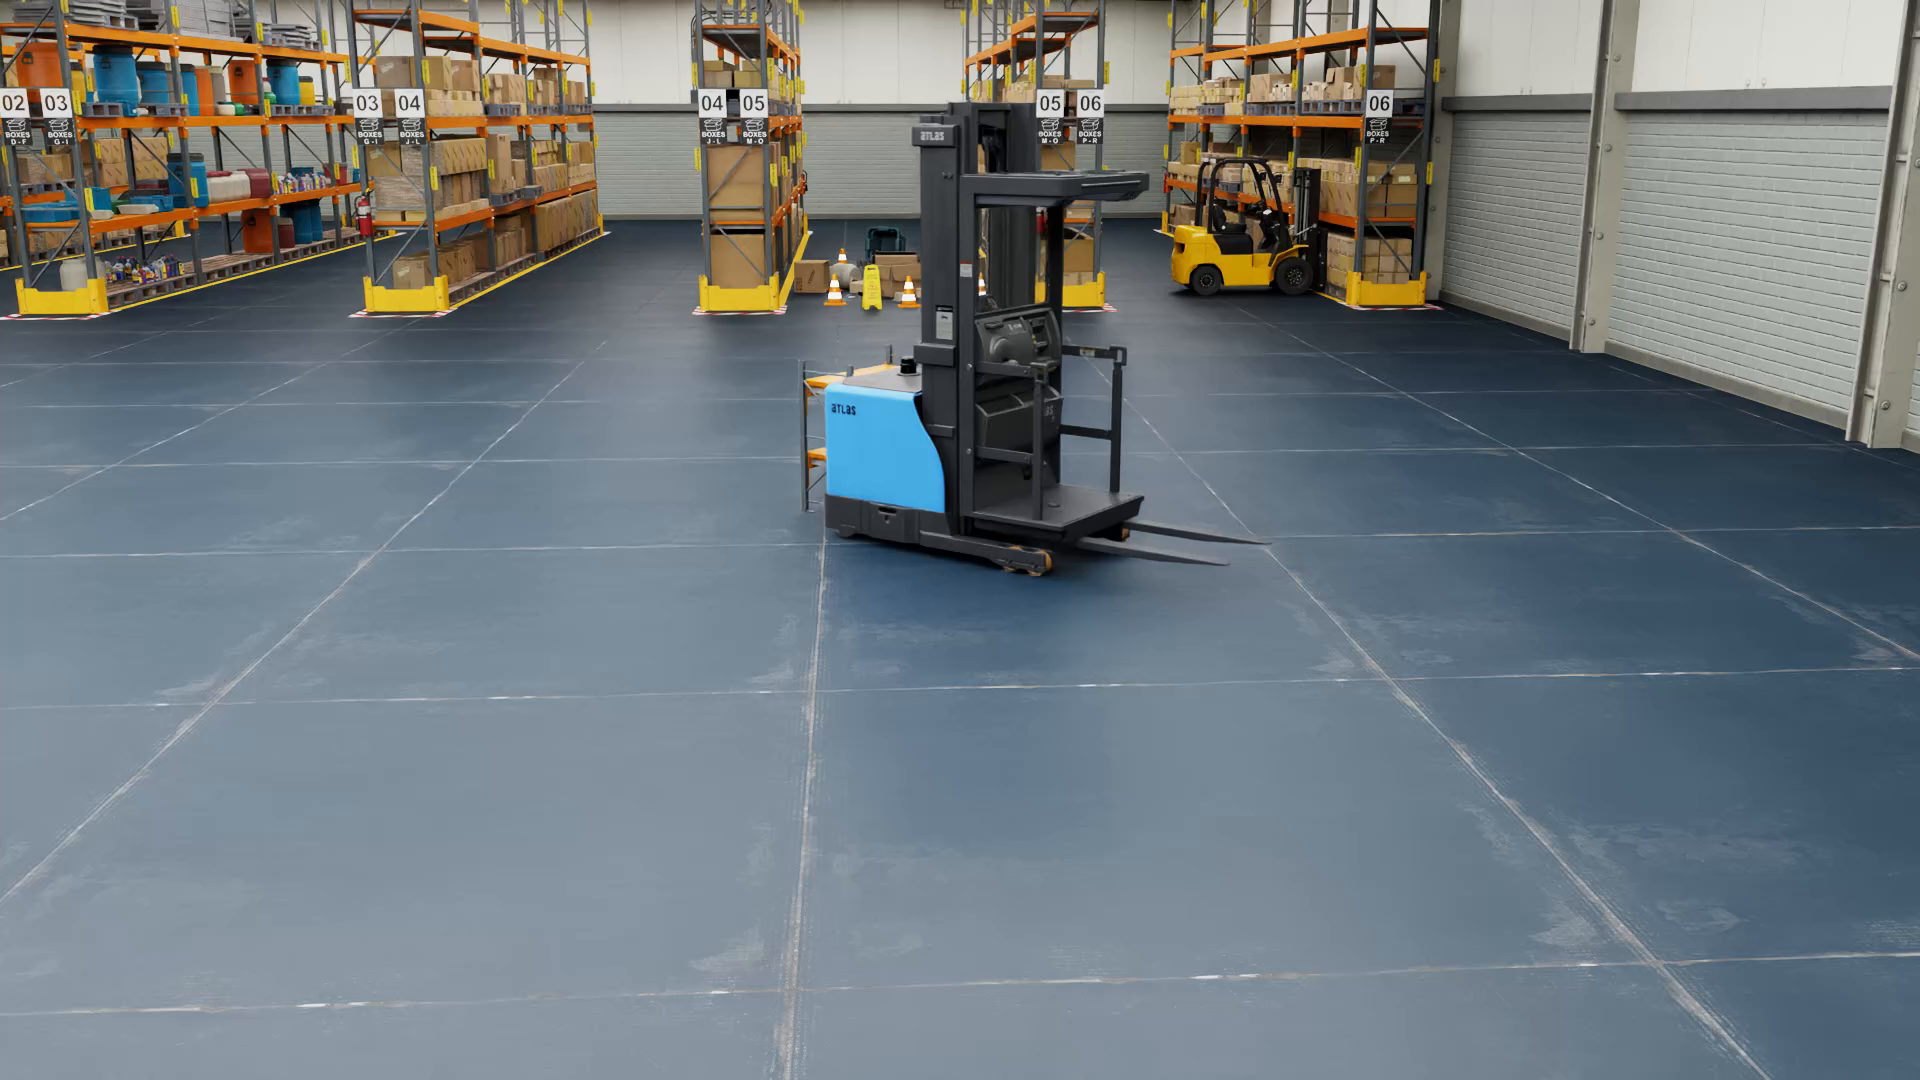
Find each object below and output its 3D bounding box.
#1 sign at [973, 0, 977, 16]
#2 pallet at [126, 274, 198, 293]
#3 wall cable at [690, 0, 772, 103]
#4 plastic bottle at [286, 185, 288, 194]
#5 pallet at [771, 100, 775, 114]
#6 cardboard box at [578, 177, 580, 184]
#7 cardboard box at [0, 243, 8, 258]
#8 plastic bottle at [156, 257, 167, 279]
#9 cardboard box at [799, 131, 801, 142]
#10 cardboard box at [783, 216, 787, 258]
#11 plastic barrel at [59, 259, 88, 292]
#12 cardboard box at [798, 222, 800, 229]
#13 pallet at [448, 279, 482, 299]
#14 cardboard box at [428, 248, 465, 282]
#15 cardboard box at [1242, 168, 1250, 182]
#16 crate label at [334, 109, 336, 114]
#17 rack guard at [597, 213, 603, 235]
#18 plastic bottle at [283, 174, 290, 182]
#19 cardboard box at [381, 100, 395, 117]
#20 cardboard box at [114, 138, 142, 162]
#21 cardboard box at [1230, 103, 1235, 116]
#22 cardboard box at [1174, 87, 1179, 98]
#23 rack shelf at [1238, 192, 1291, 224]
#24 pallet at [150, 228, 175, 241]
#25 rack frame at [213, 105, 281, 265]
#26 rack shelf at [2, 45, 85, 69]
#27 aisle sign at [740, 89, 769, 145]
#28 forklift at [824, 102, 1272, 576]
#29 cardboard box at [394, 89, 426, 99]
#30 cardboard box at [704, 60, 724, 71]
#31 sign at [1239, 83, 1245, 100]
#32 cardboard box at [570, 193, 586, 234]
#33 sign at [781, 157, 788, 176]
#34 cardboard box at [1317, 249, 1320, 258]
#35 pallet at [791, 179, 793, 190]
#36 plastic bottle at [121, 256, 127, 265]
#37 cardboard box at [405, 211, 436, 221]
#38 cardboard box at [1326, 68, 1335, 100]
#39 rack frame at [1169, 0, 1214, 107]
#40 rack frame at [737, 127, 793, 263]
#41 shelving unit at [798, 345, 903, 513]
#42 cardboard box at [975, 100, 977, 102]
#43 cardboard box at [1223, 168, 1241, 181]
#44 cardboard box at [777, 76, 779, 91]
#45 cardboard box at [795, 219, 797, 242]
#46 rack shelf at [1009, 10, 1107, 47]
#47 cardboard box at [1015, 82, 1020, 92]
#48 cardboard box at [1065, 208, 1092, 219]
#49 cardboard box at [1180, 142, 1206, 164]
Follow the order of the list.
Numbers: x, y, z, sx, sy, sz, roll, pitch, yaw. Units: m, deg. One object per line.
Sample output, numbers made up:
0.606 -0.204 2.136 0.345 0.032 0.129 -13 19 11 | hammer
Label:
0.325 -11.451 35.780 0.100 0.325 0.005 -1 14 -3 | sign
-13.459 -4.282 27.744 1.003 0.211 1.213 -1 14 -3 | pallet
-6.169 -14.784 44.469 2.277 5.999 0.120 -1 14 -3 | wall cable
-13.427 -6.989 33.067 0.097 0.201 0.097 0 14 0 | plastic bottle
-3.446 -6.831 26.215 1.003 0.211 1.213 -1 14 -3 | pallet
-8.765 -8.083 37.425 0.380 0.149 0.250 -1 14 -4 | cardboard box
-18.375 -5.464 31.417 0.500 0.250 0.500 -1 14 -2 | cardboard box
-13.099 -4.446 27.221 0.144 0.351 0.185 -1 14 -4 | plastic bottle
-3.953 -9.224 38.551 0.500 0.500 0.500 0 14 -1 | cardboard box
-3.801 -5.666 31.201 1.050 0.750 0.750 -1 14 -3 | cardboard box
-13.328 -3.966 25.071 0.421 0.512 0.421 0 14 0 | plastic barrel
-3.757 -6.979 36.914 0.380 0.149 0.250 0 14 -1 | cardboard box
-8.360 -4.055 26.864 1.003 0.211 1.213 -1 14 -3 | pallet
-8.370 -4.473 27.067 0.500 0.500 0.500 -2 15 -8 | cardboard box
5.841 -7.157 32.619 0.500 0.250 0.500 -1 14 -3 | cardboard box
-13.696 -9.241 35.930 0.293 0.136 0.466 -1 14 -3 | crate label
-9.260 -7.656 40.279 1.175 0.500 0.348 -1 14 -3 | rack guard
-13.646 -7.232 33.714 0.144 0.351 0.185 -1 14 -3 | plastic bottle
-8.551 -6.378 24.575 0.500 0.250 0.500 -1 14 -2 | cardboard box
-18.743 -8.753 37.317 0.500 0.500 0.500 0 14 -2 | cardboard box
5.776 -8.731 33.720 0.500 0.250 0.500 -1 14 -3 | cardboard box
5.376 -10.616 39.449 0.500 0.250 0.500 -1 14 -4 | cardboard box
6.206 -6.256 31.264 1.077 0.370 4.000 -1 14 -3 | rack shelf
-19.091 -7.141 38.857 1.003 0.211 1.213 -1 14 -3 | pallet
-13.706 -6.795 31.915 1.000 3.000 0.127 -1 14 -3 | rack frame
-18.774 -9.580 32.946 1.077 0.370 4.000 -1 14 -3 | rack shelf
-3.007 -6.179 24.305 0.394 0.787 0.004 -1 14 -3 | aisle sign
0.557 -1.336 10.838 3.031 2.935 1.130 10 17 34 | forklift
-8.054 -6.527 24.354 0.380 0.149 0.250 -1 14 -4 | cardboard box
-3.670 -6.980 24.478 0.380 0.149 0.250 -1 14 -3 | cardboard box
5.540 -8.797 32.639 0.100 0.325 0.005 -1 14 -3 | sign
-9.028 -7.430 37.803 0.875 0.875 0.875 -1 14 -3 | cardboard box
-3.005 -6.394 28.462 0.100 0.325 0.005 -1 14 -3 | sign
6.135 -4.720 27.522 0.500 0.250 0.500 -1 14 -4 | cardboard box
-3.970 -7.321 34.347 1.003 0.211 1.213 -1 14 -3 | pallet
-13.823 -4.523 27.518 0.144 0.351 0.185 0 14 -2 | plastic bottle
-8.047 -4.834 24.800 0.380 0.149 0.250 -1 14 -3 | cardboard box
6.345 -7.375 26.901 0.797 0.503 0.637 0 14 -2 | cardboard box
5.586 -11.997 40.093 1.000 3.000 0.127 -1 14 -3 | rack frame
-3.806 -6.923 32.412 1.000 3.000 0.127 -1 14 -3 | rack frame
-0.667 -0.831 12.500 0.538 1.125 1.048 10 18 35 | shelving unit
0.521 -9.812 36.849 0.396 0.266 0.258 0 14 -2 | cardboard box
5.693 -7.490 34.075 0.500 0.250 0.500 -2 15 -6 | cardboard box
-3.272 -7.585 27.628 0.500 0.250 0.500 -1 14 -4 | cardboard box
-3.725 -6.602 35.341 0.500 0.500 0.500 -1 14 -5 | cardboard box
1.500 -8.087 26.349 1.077 0.370 4.000 -1 14 -3 | rack shelf
1.112 -7.467 27.413 0.380 0.149 0.250 -1 14 -4 | cardboard box
1.809 -5.001 25.446 0.380 0.149 0.250 -1 14 -3 | cardboard box
5.439 -9.036 38.824 0.500 0.500 0.500 -1 14 -2 | cardboard box
